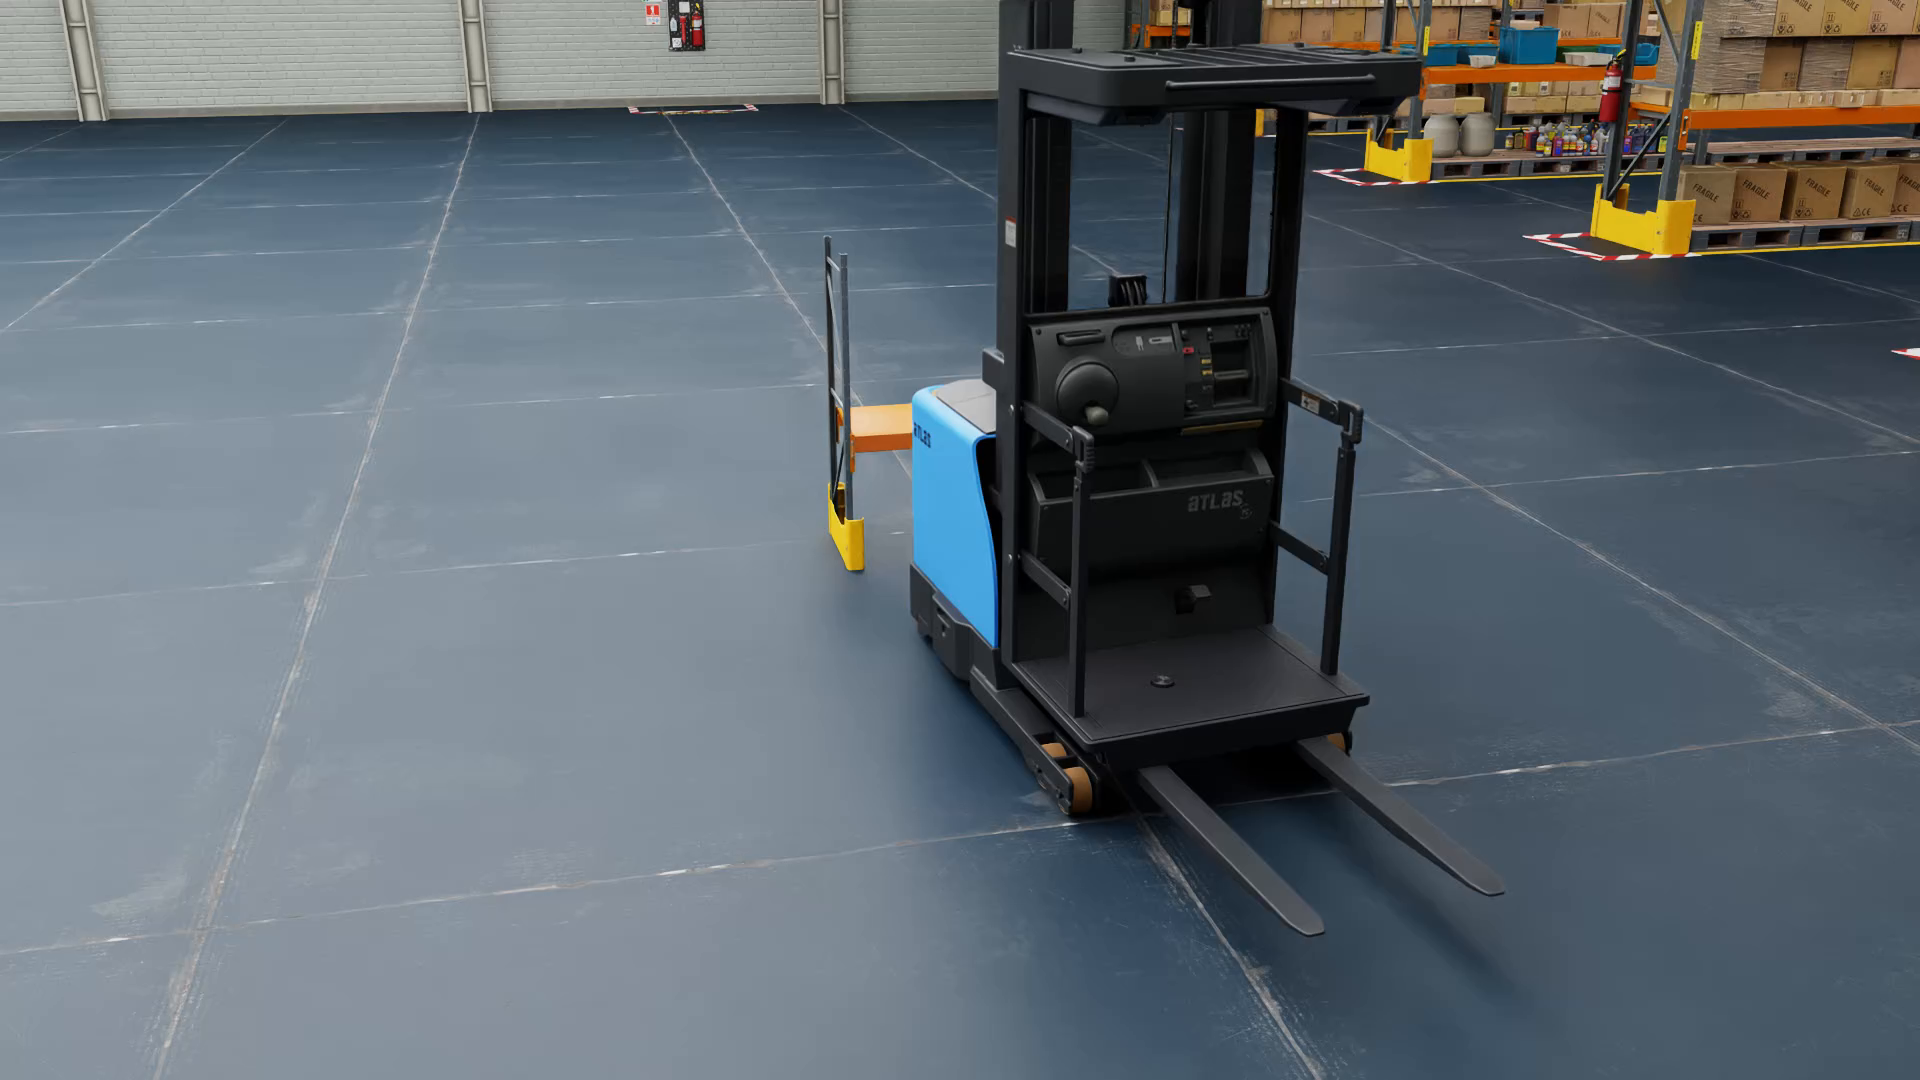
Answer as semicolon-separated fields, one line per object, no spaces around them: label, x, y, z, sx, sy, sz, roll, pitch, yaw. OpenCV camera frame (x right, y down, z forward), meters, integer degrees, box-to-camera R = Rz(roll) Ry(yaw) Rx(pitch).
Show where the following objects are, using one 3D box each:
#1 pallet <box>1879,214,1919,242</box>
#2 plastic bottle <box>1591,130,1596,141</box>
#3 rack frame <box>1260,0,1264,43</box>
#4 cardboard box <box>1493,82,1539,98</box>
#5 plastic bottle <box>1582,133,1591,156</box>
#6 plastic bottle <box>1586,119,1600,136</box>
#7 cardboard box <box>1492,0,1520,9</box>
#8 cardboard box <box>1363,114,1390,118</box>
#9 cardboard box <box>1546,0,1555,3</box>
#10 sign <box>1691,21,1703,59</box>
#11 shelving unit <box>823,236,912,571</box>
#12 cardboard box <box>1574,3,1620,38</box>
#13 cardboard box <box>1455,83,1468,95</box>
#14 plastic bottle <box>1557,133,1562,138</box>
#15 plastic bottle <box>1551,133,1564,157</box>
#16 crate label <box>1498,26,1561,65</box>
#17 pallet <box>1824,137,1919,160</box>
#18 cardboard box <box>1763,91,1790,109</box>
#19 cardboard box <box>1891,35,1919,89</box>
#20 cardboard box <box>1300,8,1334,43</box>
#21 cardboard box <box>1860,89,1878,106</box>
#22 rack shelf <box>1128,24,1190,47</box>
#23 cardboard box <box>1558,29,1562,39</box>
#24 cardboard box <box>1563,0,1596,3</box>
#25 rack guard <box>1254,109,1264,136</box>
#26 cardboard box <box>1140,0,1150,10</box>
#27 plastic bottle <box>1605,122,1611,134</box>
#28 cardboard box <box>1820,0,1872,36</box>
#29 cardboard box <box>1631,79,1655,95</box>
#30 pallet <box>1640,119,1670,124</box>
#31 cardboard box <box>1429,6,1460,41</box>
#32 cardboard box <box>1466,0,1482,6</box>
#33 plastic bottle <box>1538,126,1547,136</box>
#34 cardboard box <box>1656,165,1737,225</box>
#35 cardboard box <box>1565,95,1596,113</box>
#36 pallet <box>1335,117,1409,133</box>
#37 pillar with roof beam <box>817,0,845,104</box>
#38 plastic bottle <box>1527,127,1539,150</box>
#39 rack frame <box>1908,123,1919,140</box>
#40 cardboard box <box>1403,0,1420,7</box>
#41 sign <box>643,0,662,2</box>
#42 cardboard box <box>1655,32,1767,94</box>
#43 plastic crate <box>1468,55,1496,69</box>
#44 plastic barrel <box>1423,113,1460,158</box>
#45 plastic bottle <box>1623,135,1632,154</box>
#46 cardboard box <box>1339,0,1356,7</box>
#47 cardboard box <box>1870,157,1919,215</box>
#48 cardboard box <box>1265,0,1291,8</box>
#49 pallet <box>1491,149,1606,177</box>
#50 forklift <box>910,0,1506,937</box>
pallet;9.767;-3.225;16.813;1.213;0.211;1.003;-5;21;-12
plastic bottle;8.027;-5.025;20.980;0.133;0.283;0.061;-5;21;-12
rack frame;4.244;-7.599;24.699;0.127;3.000;1.000;-5;21;-12
cardboard box;8.596;-7.035;25.730;0.500;0.311;0.500;-5;21;-12
plastic bottle;7.844;-4.957;20.812;0.097;0.271;0.097;0;20;0
plastic bottle;8.208;-5.281;21.580;0.185;0.351;0.144;-6;21;-15
cardboard box;9.893;-10.050;30.605;0.500;0.500;0.700;-7;21;-18
cardboard box;6.277;-6.592;25.335;0.500;0.250;0.500;-5;21;-12
cardboard box;11.285;-10.212;31.225;0.500;0.500;0.500;-5;21;-12
sign;6.645;-4.508;15.002;0.005;0.325;0.100;-5;21;-12
shelving unit;-0.074;-0.698;8.040;1.083;1.500;0.587;-5;21;-12
cardboard box;9.888;-8.100;25.920;0.500;0.500;0.500;-5;21;-12
cardboard box;7.613;-7.242;26.021;0.500;0.500;0.500;-5;21;-12
plastic bottle;7.684;-5.125;21.373;0.097;0.201;0.097;0;20;0
plastic bottle;7.441;-4.923;20.703;0.133;0.283;0.061;-4;21;-12
crate label;7.109;-6.194;20.811;0.616;0.435;0.502;-5;21;-12
pallet;12.402;-5.217;22.249;1.213;0.211;1.003;-5;21;-12
cardboard box;7.585;-4.163;15.683;0.250;0.149;0.380;-5;21;-12
cardboard box;9.002;-4.670;16.126;0.500;0.500;0.875;-5;21;-12
cardboard box;5.211;-7.722;24.889;0.500;0.500;0.700;-4;21;-11
cardboard box;8.547;-4.258;15.944;0.250;0.149;0.380;-5;21;-12
rack shelf;5.047;-9.078;29.781;4.000;0.370;1.077;-5;21;-12
cardboard box;9.046;-7.800;25.611;0.250;0.149;0.380;-5;21;-12
cardboard box;11.417;-10.039;30.753;0.500;0.500;0.500;-4;21;-11
rack guard;4.220;-6.424;25.124;0.348;0.500;1.175;-5;21;-12
cardboard box;3.510;-9.657;29.415;0.500;0.500;0.500;-5;21;-13
plastic bottle;8.425;-5.247;21.490;0.185;0.351;0.144;-5;21;-12
cardboard box;8.092;-4.969;15.487;0.500;0.500;0.500;-5;21;-12
cardboard box;10.580;-7.196;26.169;0.500;0.311;0.500;-5;21;-13
pallet;11.219;-6.871;26.765;1.213;0.211;1.003;-5;21;-12
cardboard box;7.194;-7.882;25.325;0.500;0.500;0.700;-5;21;-13
cardboard box;7.680;-8.155;25.129;0.250;0.149;0.380;-5;21;-14
plastic bottle;7.453;-5.183;21.422;0.135;0.276;0.152;-5;21;-14
cardboard box;7.131;-3.350;16.124;0.500;0.500;0.500;-1;20;-2
cardboard box;9.587;-6.853;26.049;0.500;0.250;0.500;-5;21;-14
pallet;6.163;-6.460;25.643;1.213;0.211;1.003;-5;21;-12
pillar with roof beam;-1.266;-10.503;23.905;0.400;9.000;9.100;-5;21;-12
plastic bottle;7.343;-5.139;21.293;0.133;0.283;0.061;-5;21;-12
rack frame;13.165;-6.574;21.901;0.127;3.000;1.000;-5;21;-12
cardboard box;6.685;-8.074;24.907;0.250;0.149;0.380;-4;21;-11
sign;-5.226;-9.198;28.242;0.331;0.109;0.001;-5;21;-12
cardboard box;7.061;-4.504;15.672;0.500;0.500;0.875;-5;21;-12
plastic crate;6.325;-5.780;20.117;0.250;0.136;0.298;-5;21;-12
plastic barrel;6.003;-5.048;20.740;0.421;0.512;0.421;0;20;0
plastic bottle;8.376;-4.999;20.911;0.133;0.283;0.061;-3;20;-9
cardboard box;5.679;-7.992;24.683;0.250;0.149;0.380;-5;21;-14
cardboard box;9.458;-3.557;16.688;0.500;0.500;0.500;2;20;5
cardboard box;4.675;-7.910;24.459;0.250;0.149;0.380;-5;21;-13
pallet;7.420;-4.811;21.142;1.213;0.211;1.003;-5;21;-12
forklift;0.766;-0.589;5.661;1.130;2.935;3.031;-7;21;-19
